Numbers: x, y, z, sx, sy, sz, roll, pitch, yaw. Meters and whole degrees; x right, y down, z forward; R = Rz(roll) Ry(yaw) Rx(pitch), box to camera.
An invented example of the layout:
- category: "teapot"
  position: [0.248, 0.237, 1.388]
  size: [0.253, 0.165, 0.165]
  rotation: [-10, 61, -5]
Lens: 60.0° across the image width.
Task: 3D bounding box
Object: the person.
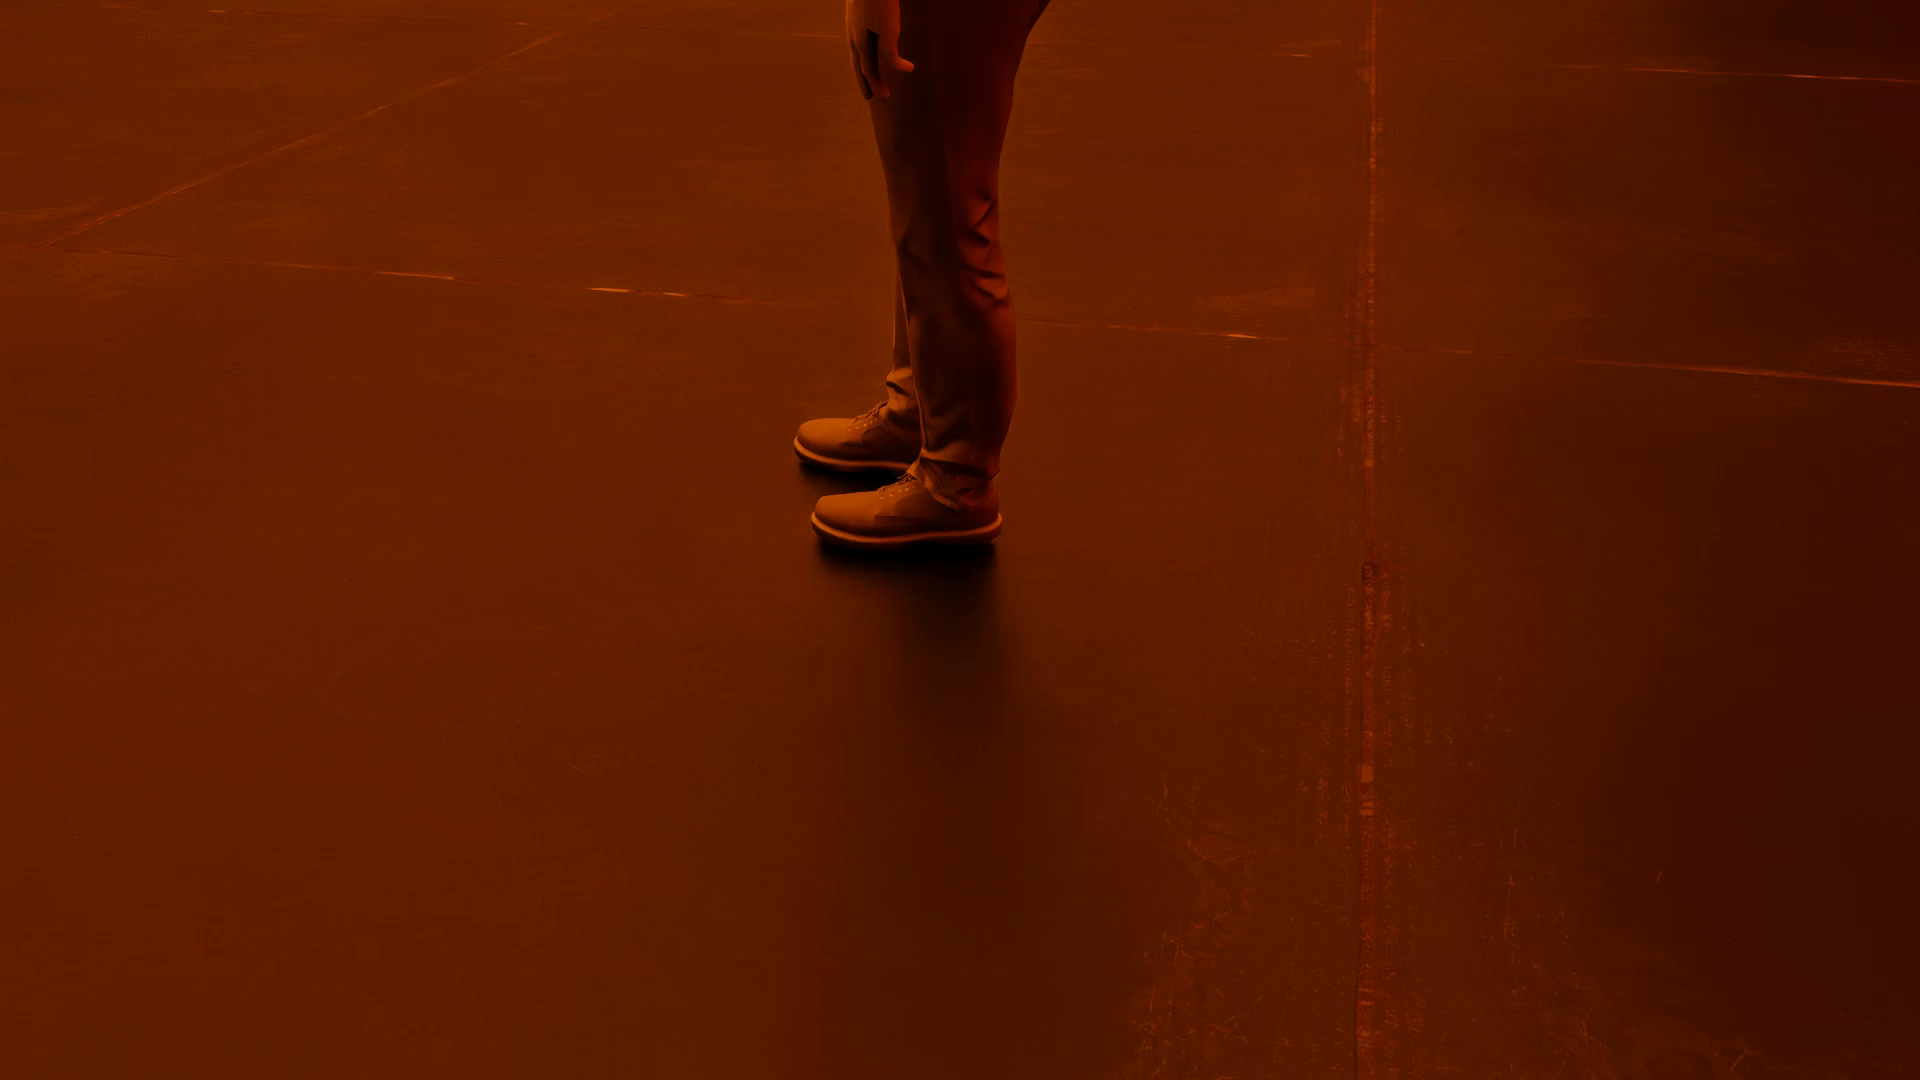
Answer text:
- category: "person"
  position: [-0.066, -0.773, 2.135]
  size: [0.530, 1.694, 0.586]
  rotation: [6, 27, 11]
